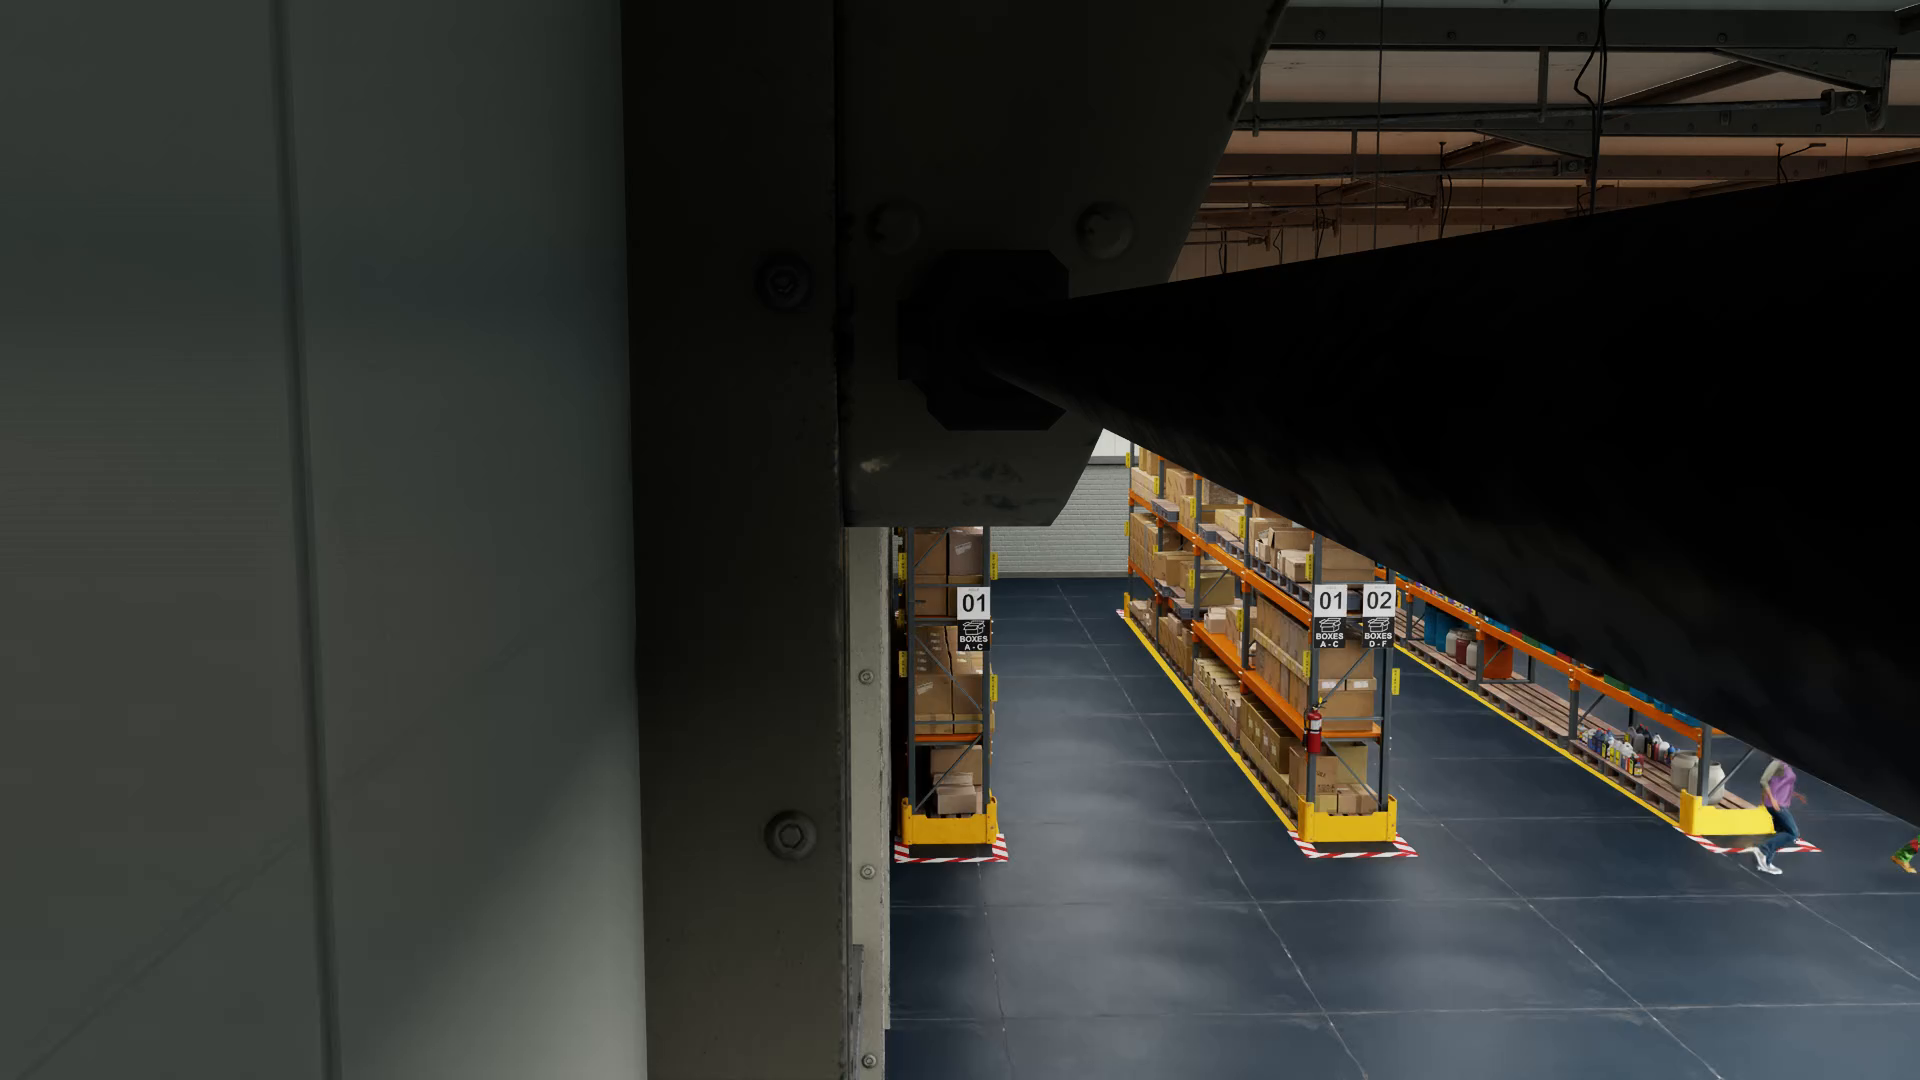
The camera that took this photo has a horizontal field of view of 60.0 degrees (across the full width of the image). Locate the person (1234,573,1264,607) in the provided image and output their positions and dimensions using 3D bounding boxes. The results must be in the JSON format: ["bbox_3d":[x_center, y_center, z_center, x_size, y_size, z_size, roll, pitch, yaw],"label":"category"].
[{"bbox_3d":[6.151,0.967,35.239,0.710,1.720,0.600,0,7,1],"label":"person"}]

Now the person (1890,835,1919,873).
[{"bbox_3d":[11.133,2.974,18.948,0.801,1.715,0.625,2,8,17],"label":"person"}]

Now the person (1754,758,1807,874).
[{"bbox_3d":[9.573,3.095,19.363,0.505,1.547,0.539,5,9,32],"label":"person"}]
